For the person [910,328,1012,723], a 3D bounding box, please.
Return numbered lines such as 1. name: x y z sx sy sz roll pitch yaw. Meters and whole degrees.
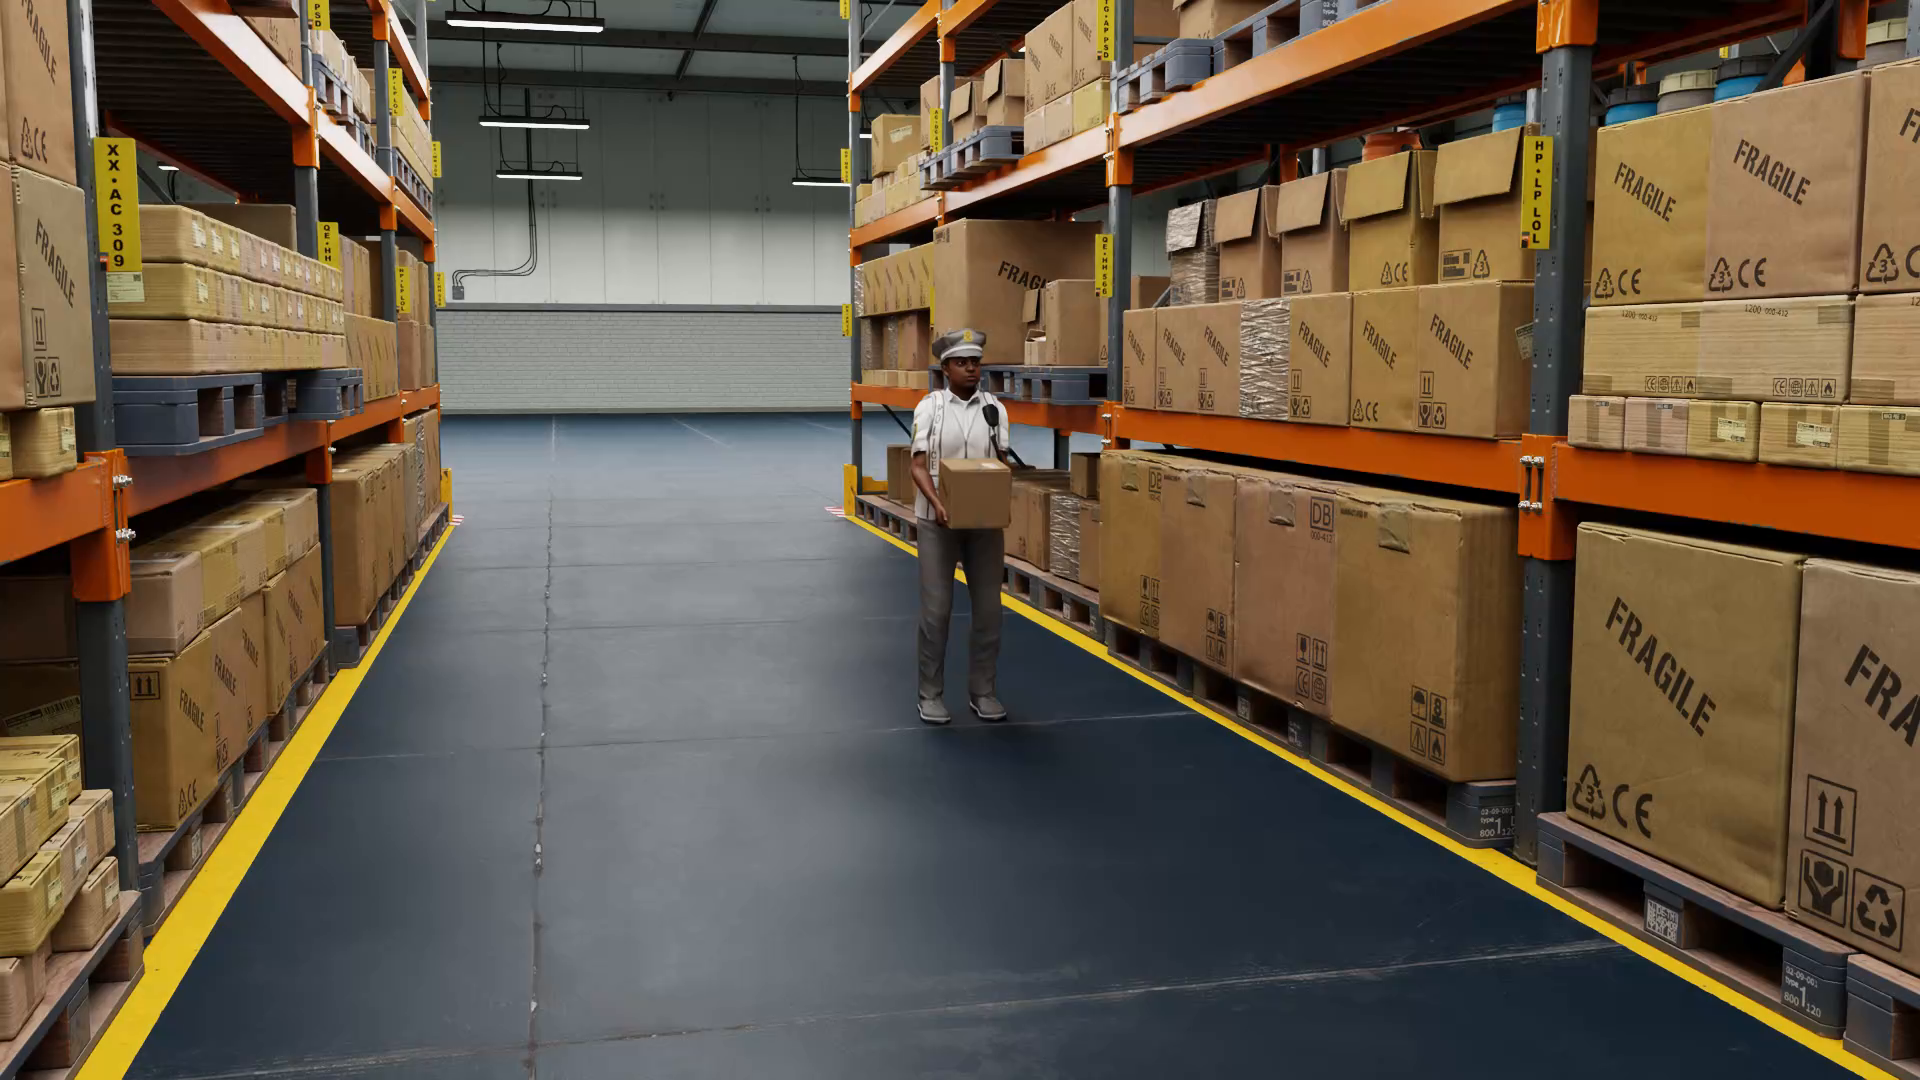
1. person: 0.016 -0.061 7.136 0.451 1.688 0.525 -1 6 -13
